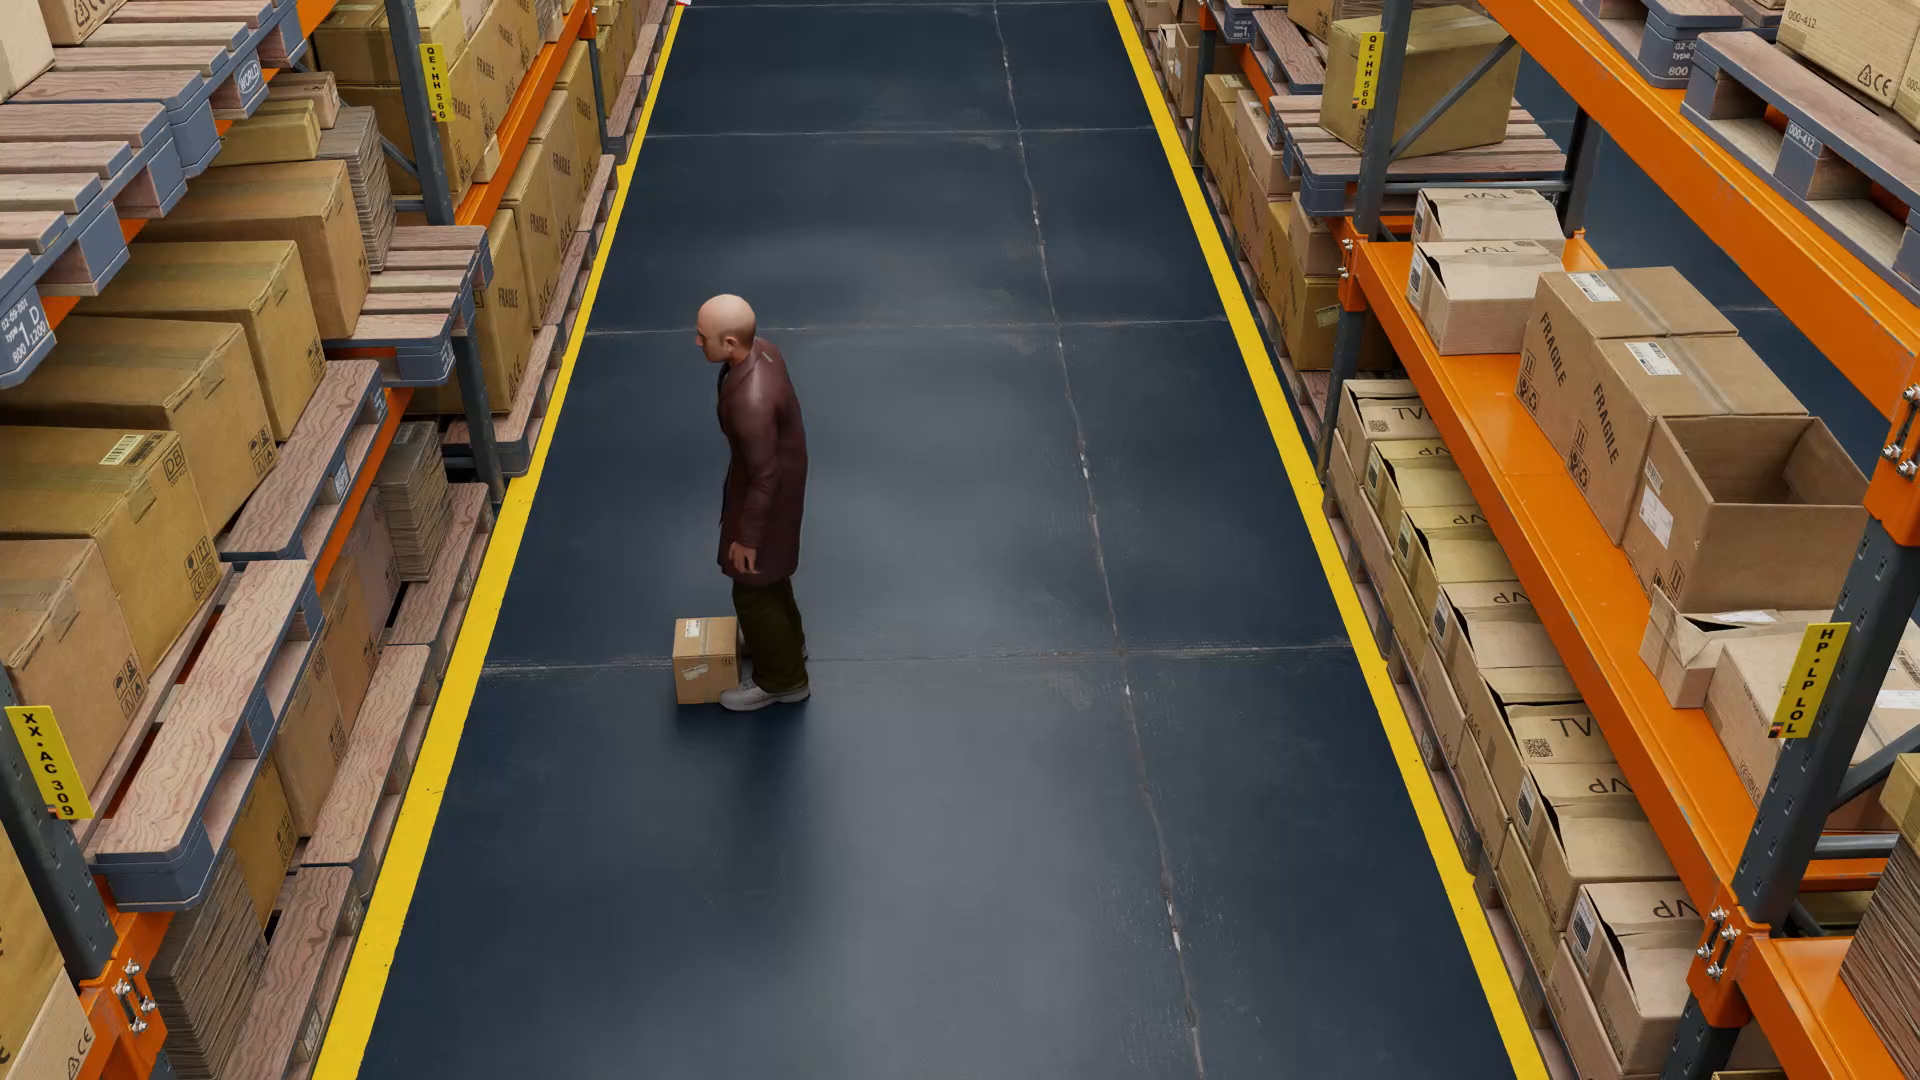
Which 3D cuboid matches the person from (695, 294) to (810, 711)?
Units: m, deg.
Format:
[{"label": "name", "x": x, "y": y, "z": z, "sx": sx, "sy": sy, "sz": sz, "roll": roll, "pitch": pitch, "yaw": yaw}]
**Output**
[{"label": "person", "x": -0.781, "y": -0.063, "z": 6.409, "sx": 0.419, "sy": 1.591, "sz": 0.655, "roll": -3, "pitch": 35, "yaw": -4}]
